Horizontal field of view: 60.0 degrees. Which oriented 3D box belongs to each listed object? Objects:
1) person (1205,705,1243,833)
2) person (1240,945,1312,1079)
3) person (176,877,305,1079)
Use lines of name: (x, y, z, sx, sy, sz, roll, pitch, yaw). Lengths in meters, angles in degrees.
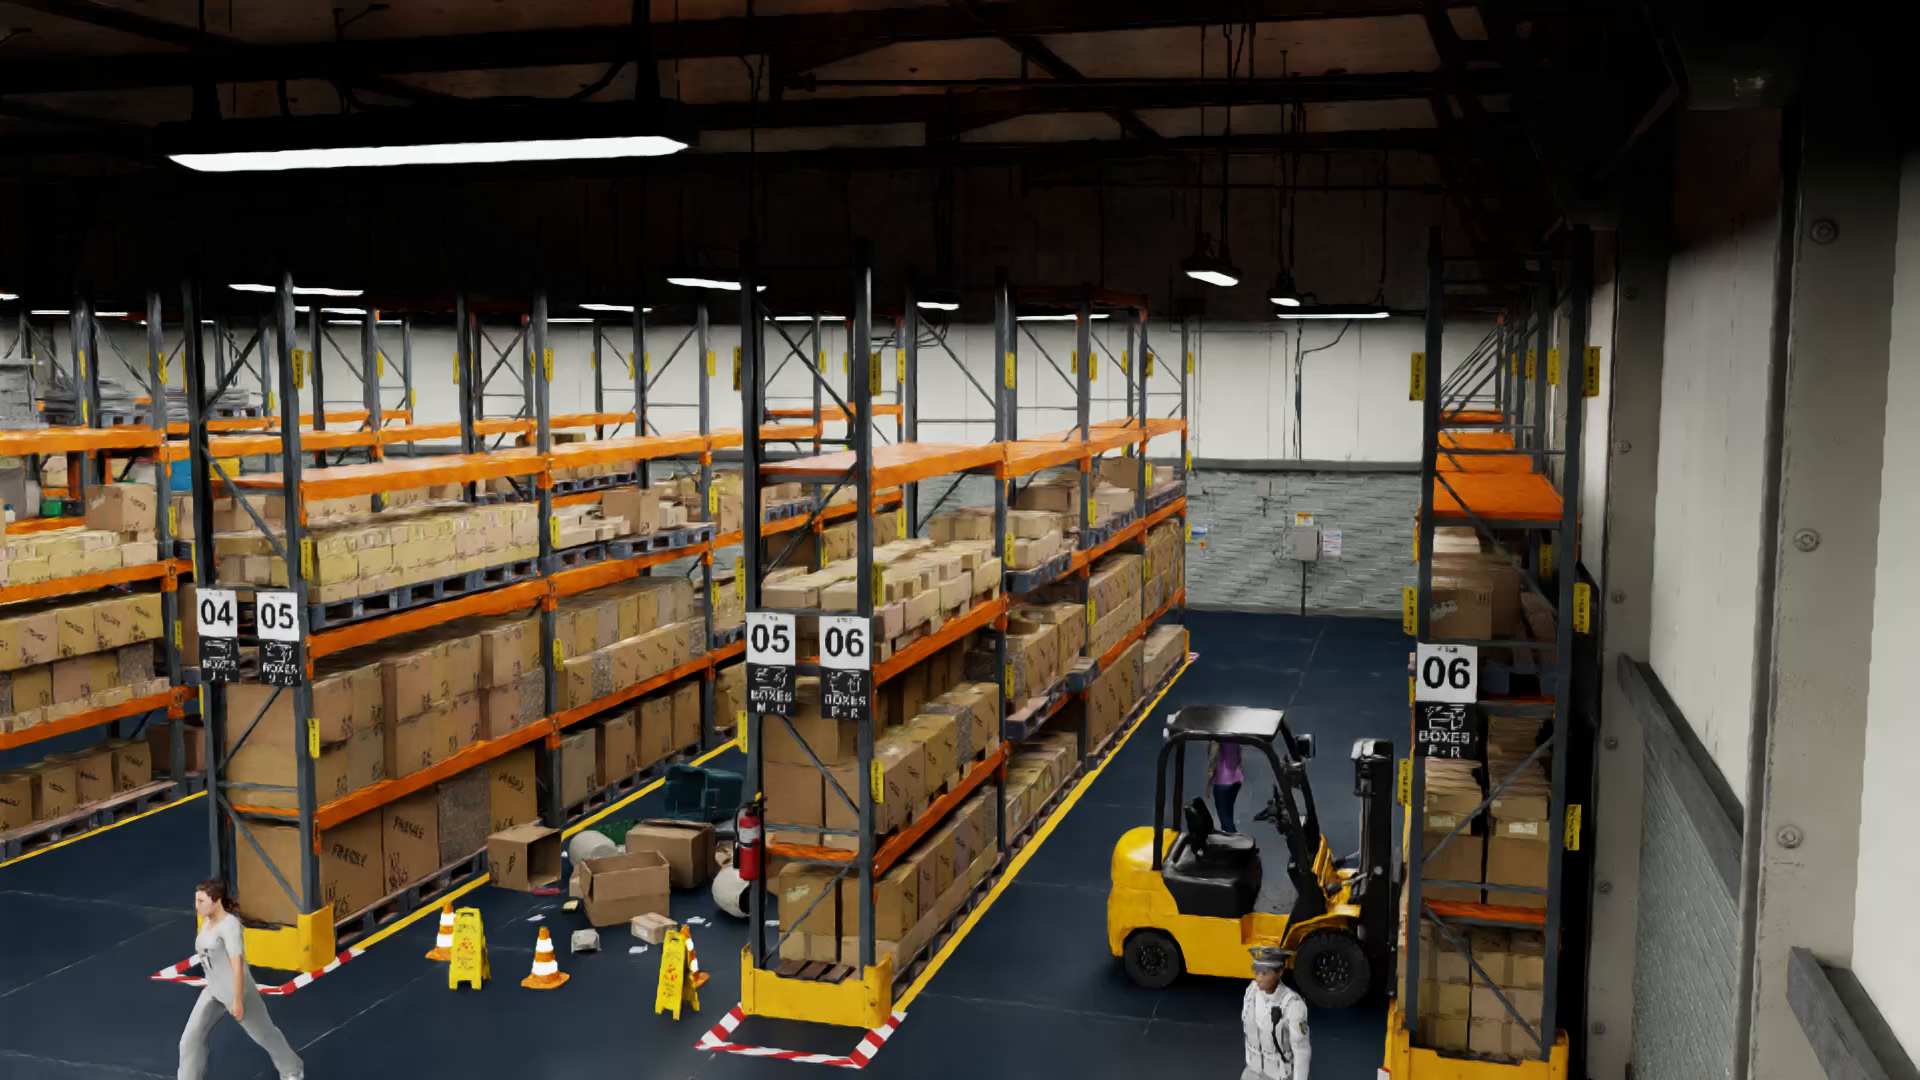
person: (2.679, 2.472, 16.929, 0.522, 1.592, 0.527, -6, 9, -44)
person: (1.890, 3.236, 10.082, 0.523, 1.613, 0.913, 6, 9, 44)
person: (-5.019, 3.094, 11.423, 0.478, 1.616, 0.958, 5, 8, 38)
